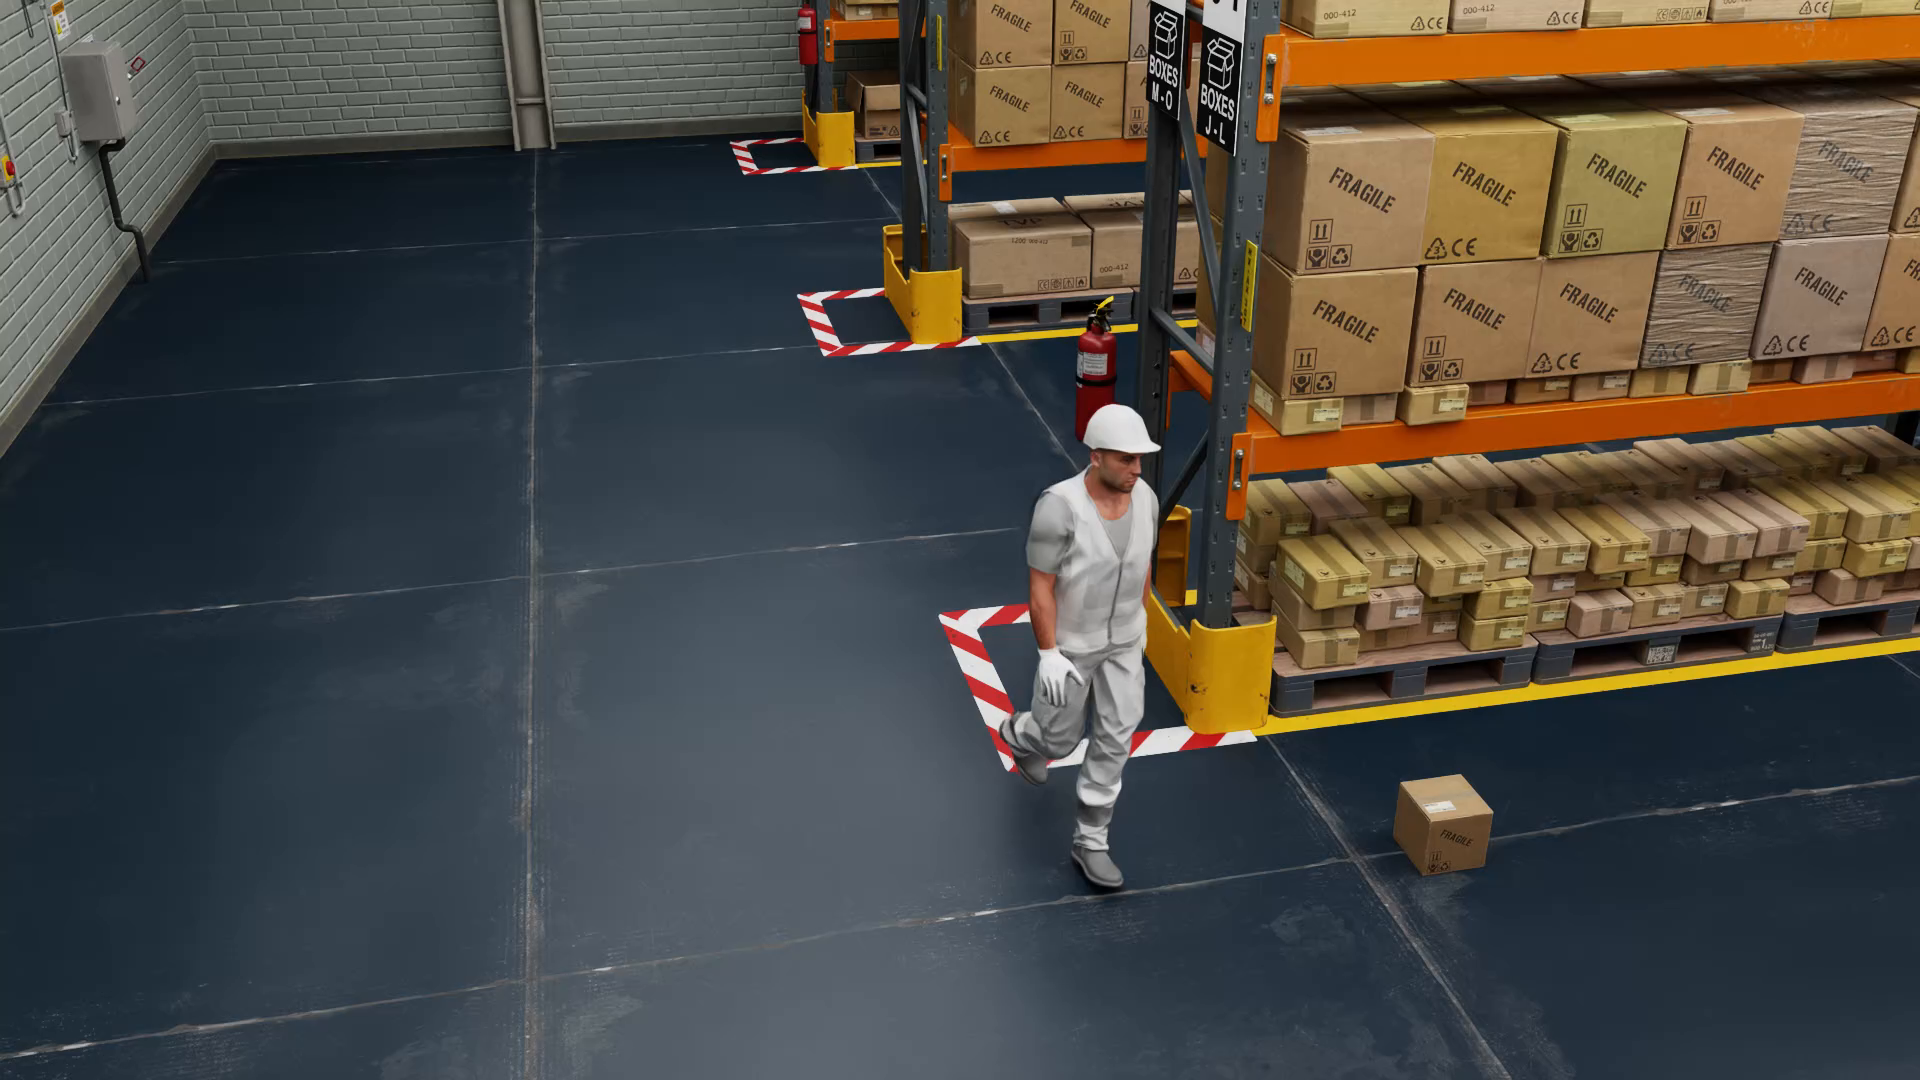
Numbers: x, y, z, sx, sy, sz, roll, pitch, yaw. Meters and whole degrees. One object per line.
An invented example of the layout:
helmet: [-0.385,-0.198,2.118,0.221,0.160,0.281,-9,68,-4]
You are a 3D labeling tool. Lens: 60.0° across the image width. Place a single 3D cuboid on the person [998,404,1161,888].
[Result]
person: [0.443,0.324,5.944,0.541,1.771,0.833,-11,29,-22]
